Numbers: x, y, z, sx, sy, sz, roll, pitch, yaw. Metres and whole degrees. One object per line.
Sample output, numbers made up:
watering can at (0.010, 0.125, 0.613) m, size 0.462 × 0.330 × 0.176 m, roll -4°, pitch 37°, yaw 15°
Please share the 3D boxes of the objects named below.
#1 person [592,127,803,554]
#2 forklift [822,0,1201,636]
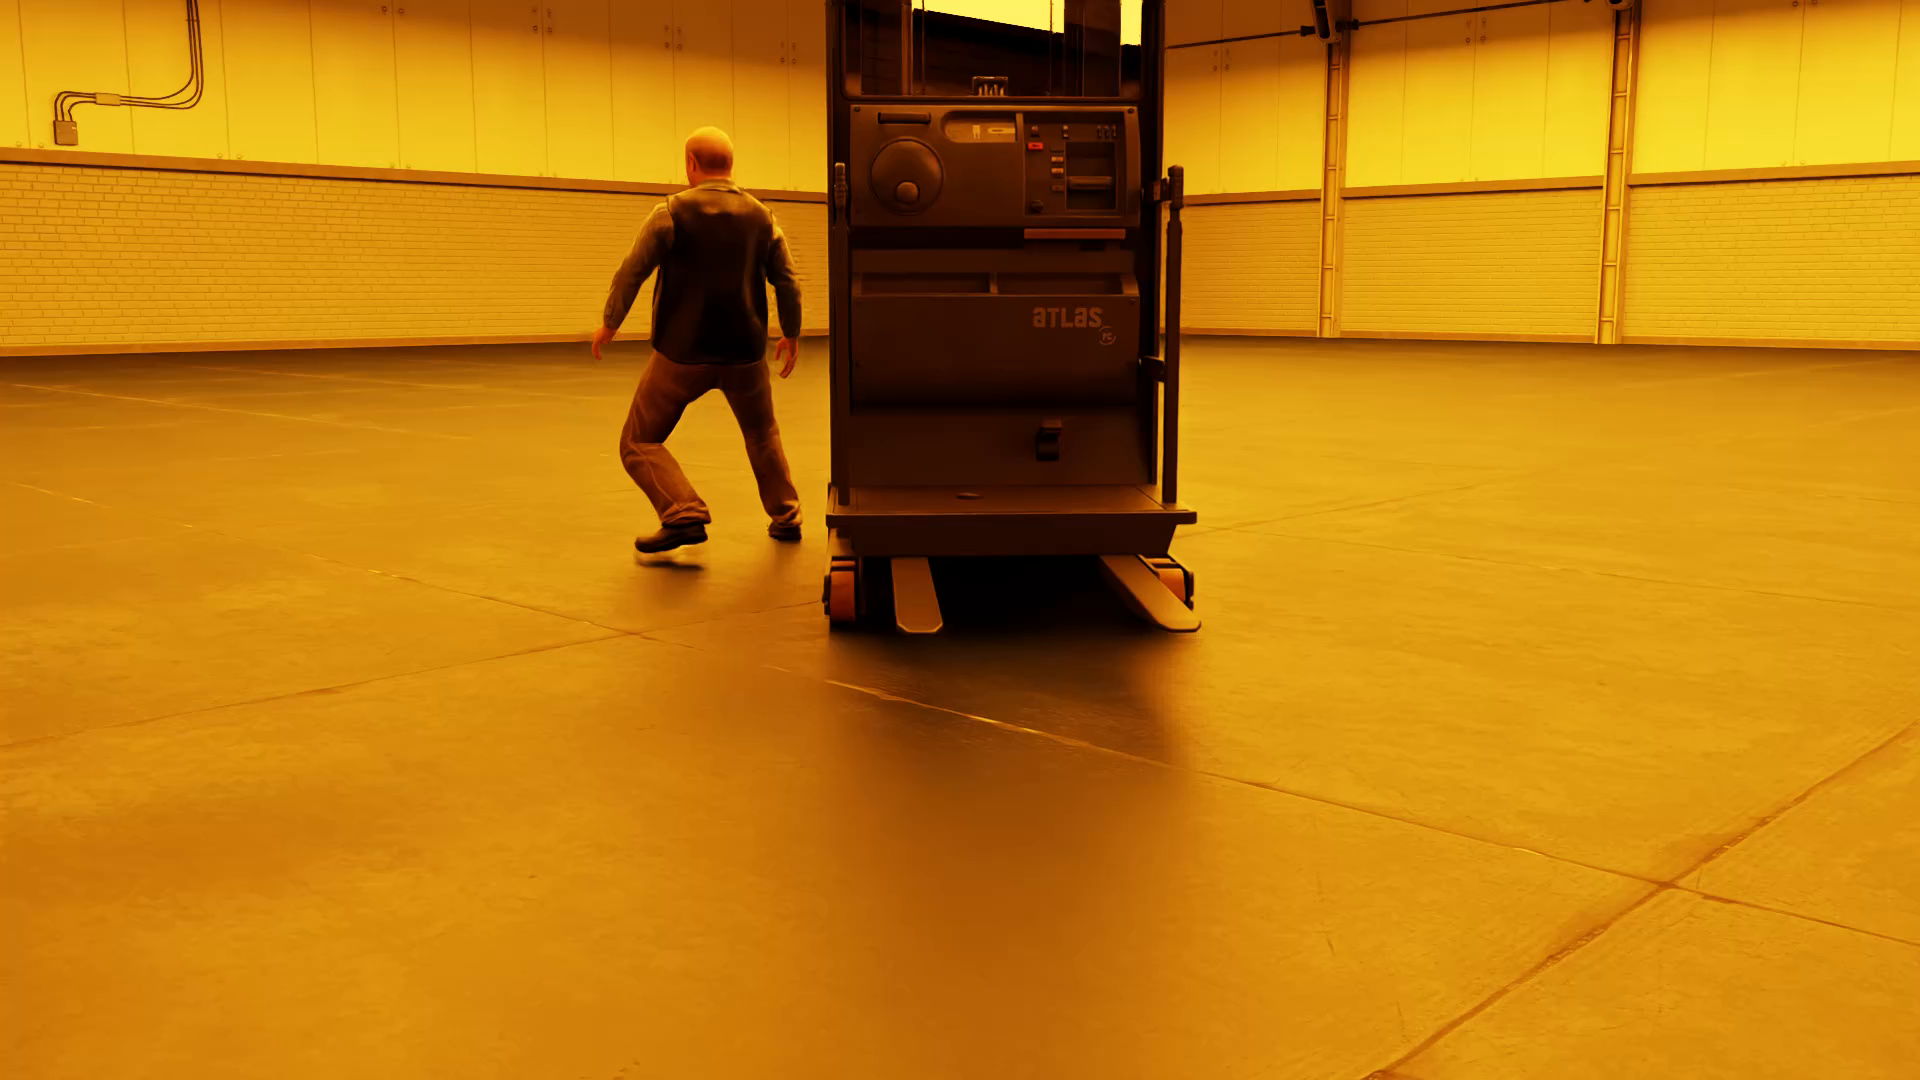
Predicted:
person at (-0.959, -0.749, 6.377) m, size 0.851 × 1.610 × 0.630 m, roll -4°, pitch 10°, yaw -26°
forklift at (0.128, -1.244, 5.135) m, size 1.130 × 2.935 × 3.031 m, roll 0°, pitch 9°, yaw -3°
